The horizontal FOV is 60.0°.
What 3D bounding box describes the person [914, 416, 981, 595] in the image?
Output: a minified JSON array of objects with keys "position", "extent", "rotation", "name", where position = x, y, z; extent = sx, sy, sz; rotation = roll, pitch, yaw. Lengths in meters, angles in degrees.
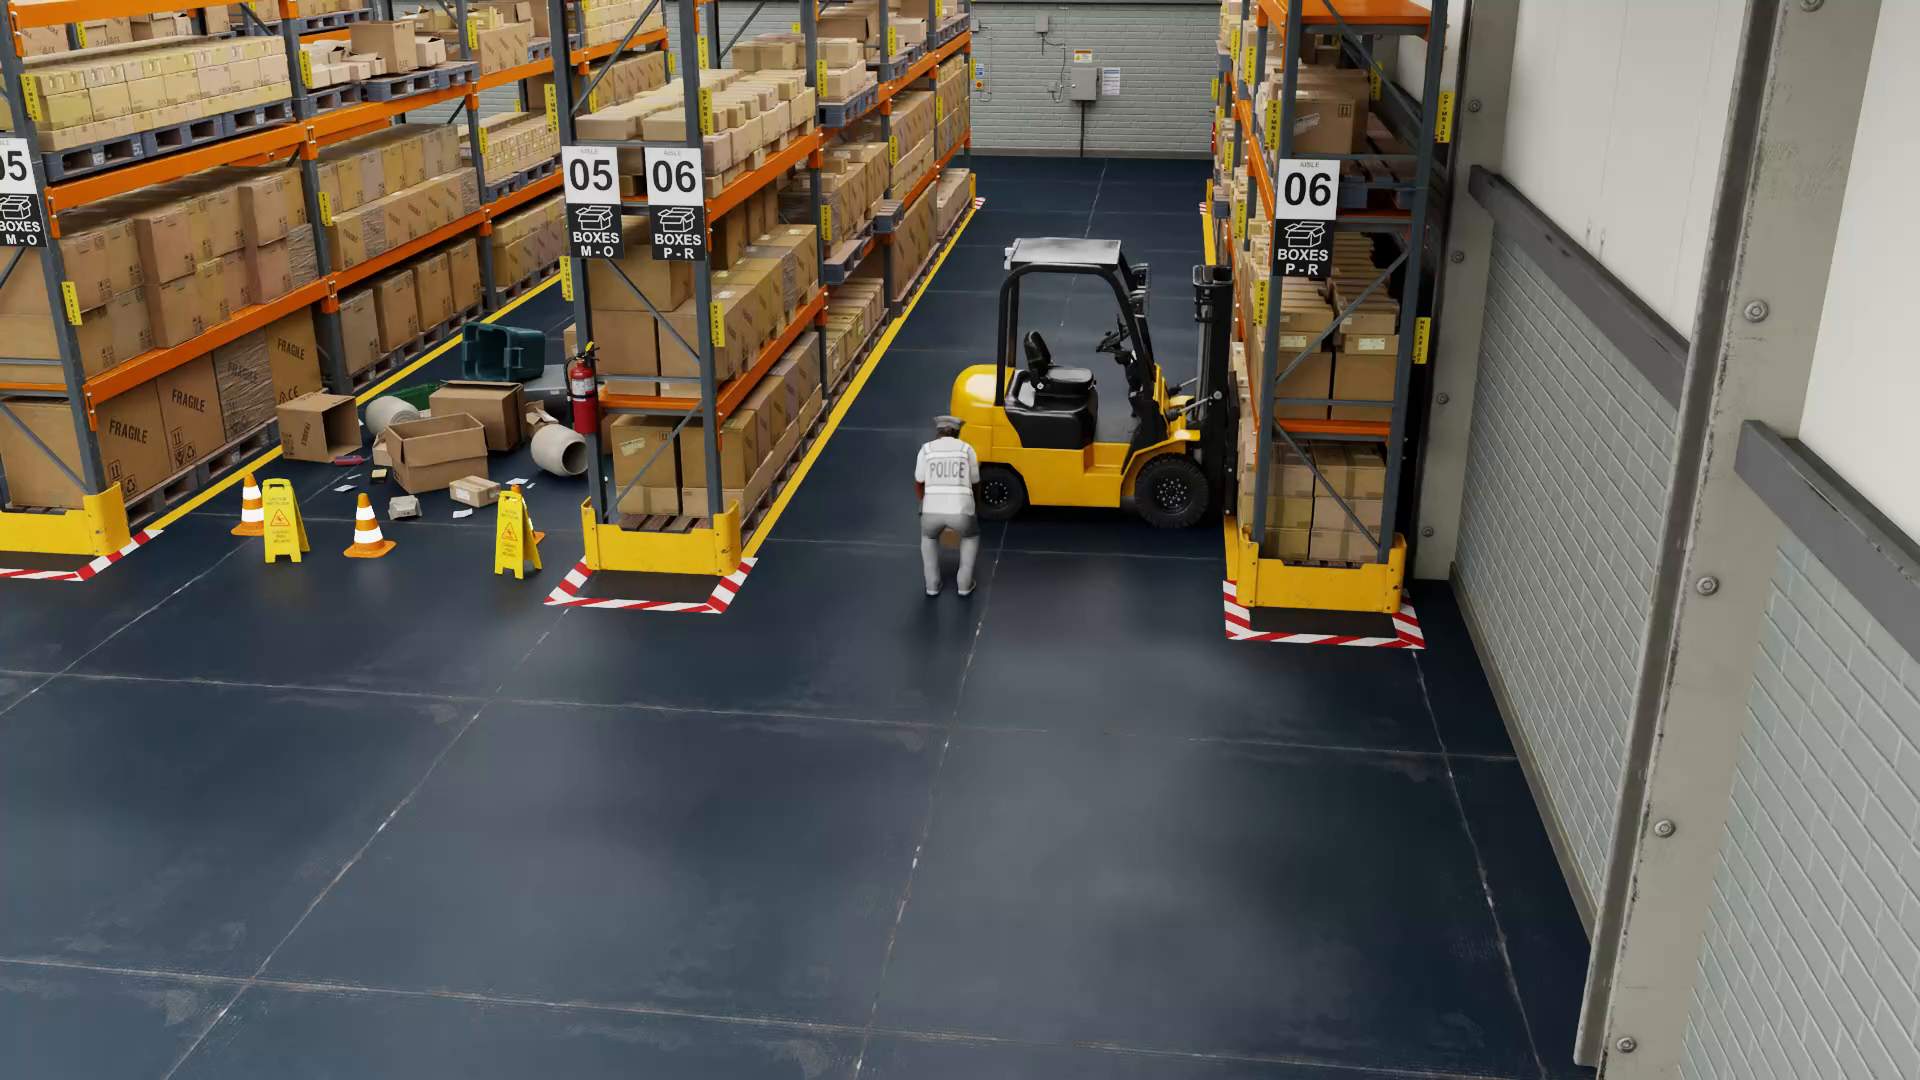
[{"position":[-0.103,-0.246,12.256],"extent":[0.496,1.277,0.766],"rotation":[3,21,6],"name":"person"}]
